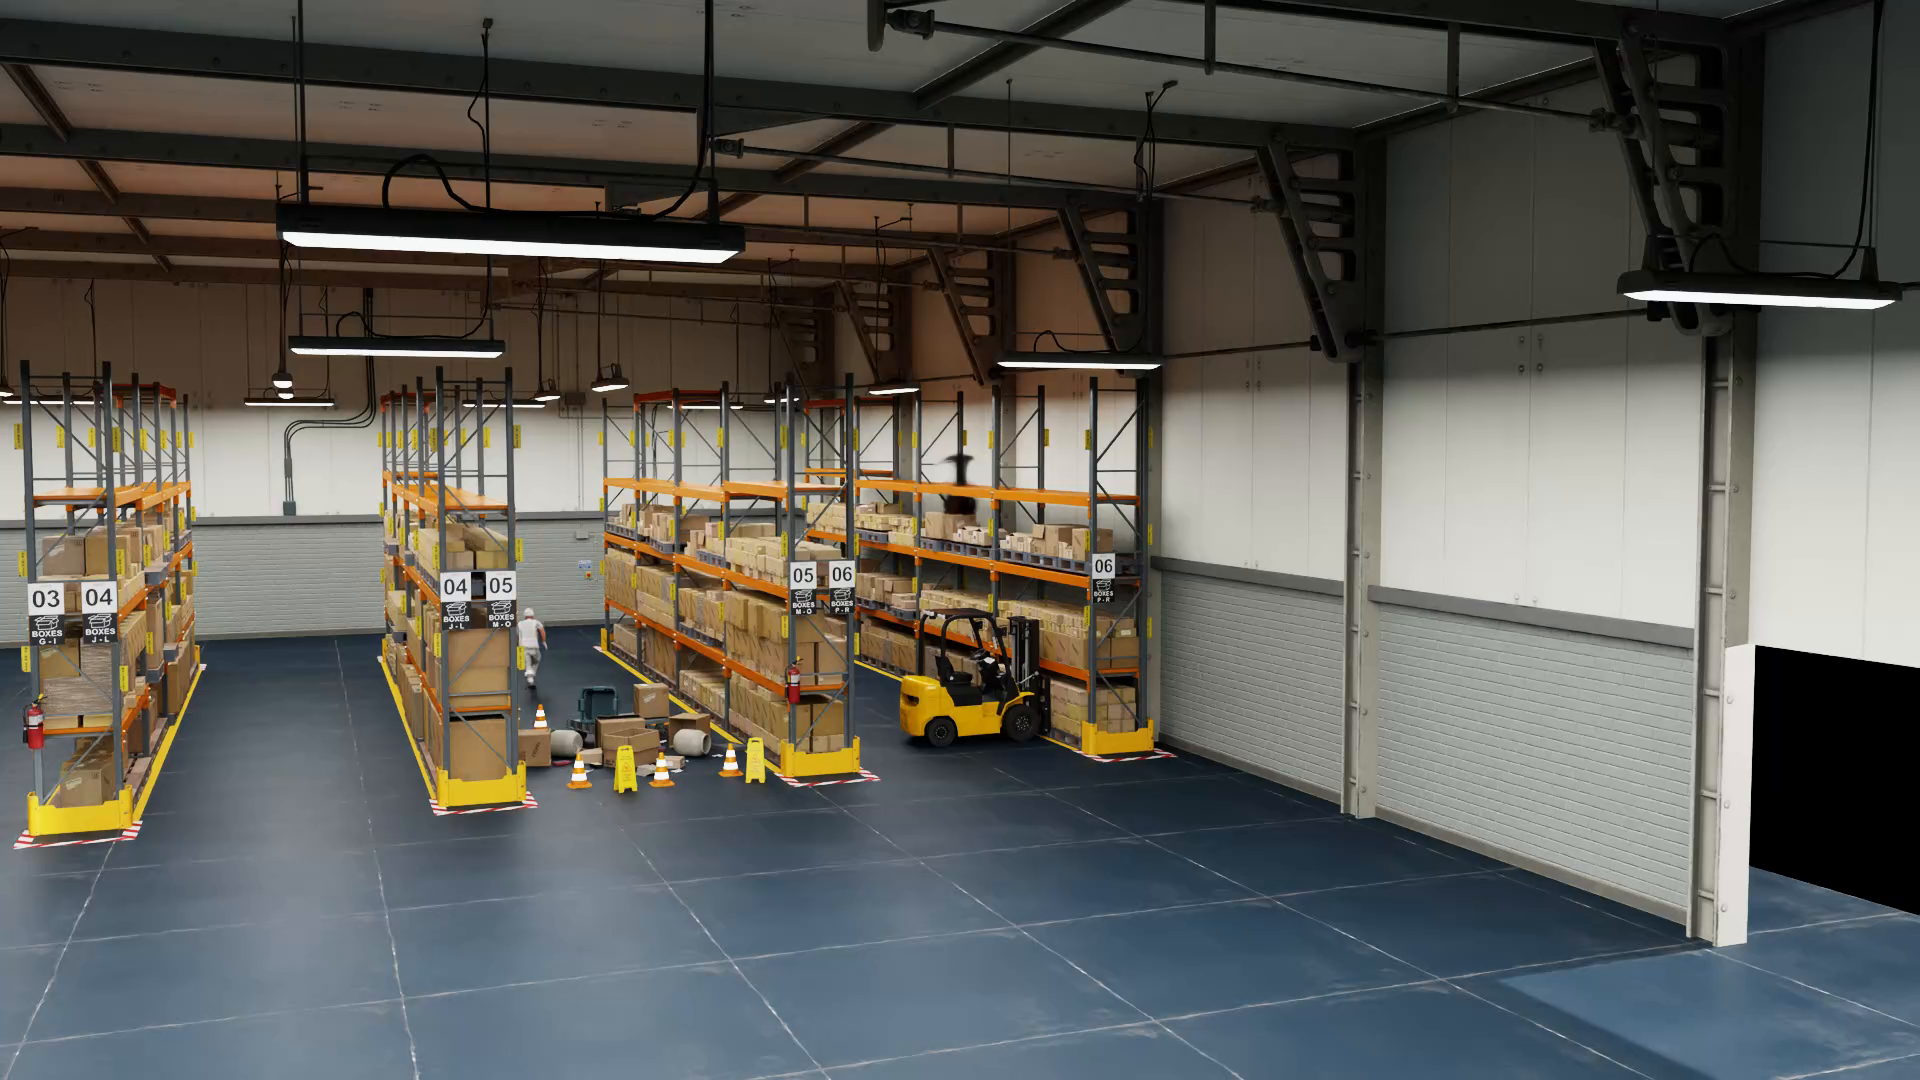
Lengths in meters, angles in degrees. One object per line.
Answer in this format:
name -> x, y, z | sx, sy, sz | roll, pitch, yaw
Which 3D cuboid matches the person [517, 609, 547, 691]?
person -> -8.548, 2.210, 32.968 | 0.677, 1.619, 1.140 | -1, 4, -12
